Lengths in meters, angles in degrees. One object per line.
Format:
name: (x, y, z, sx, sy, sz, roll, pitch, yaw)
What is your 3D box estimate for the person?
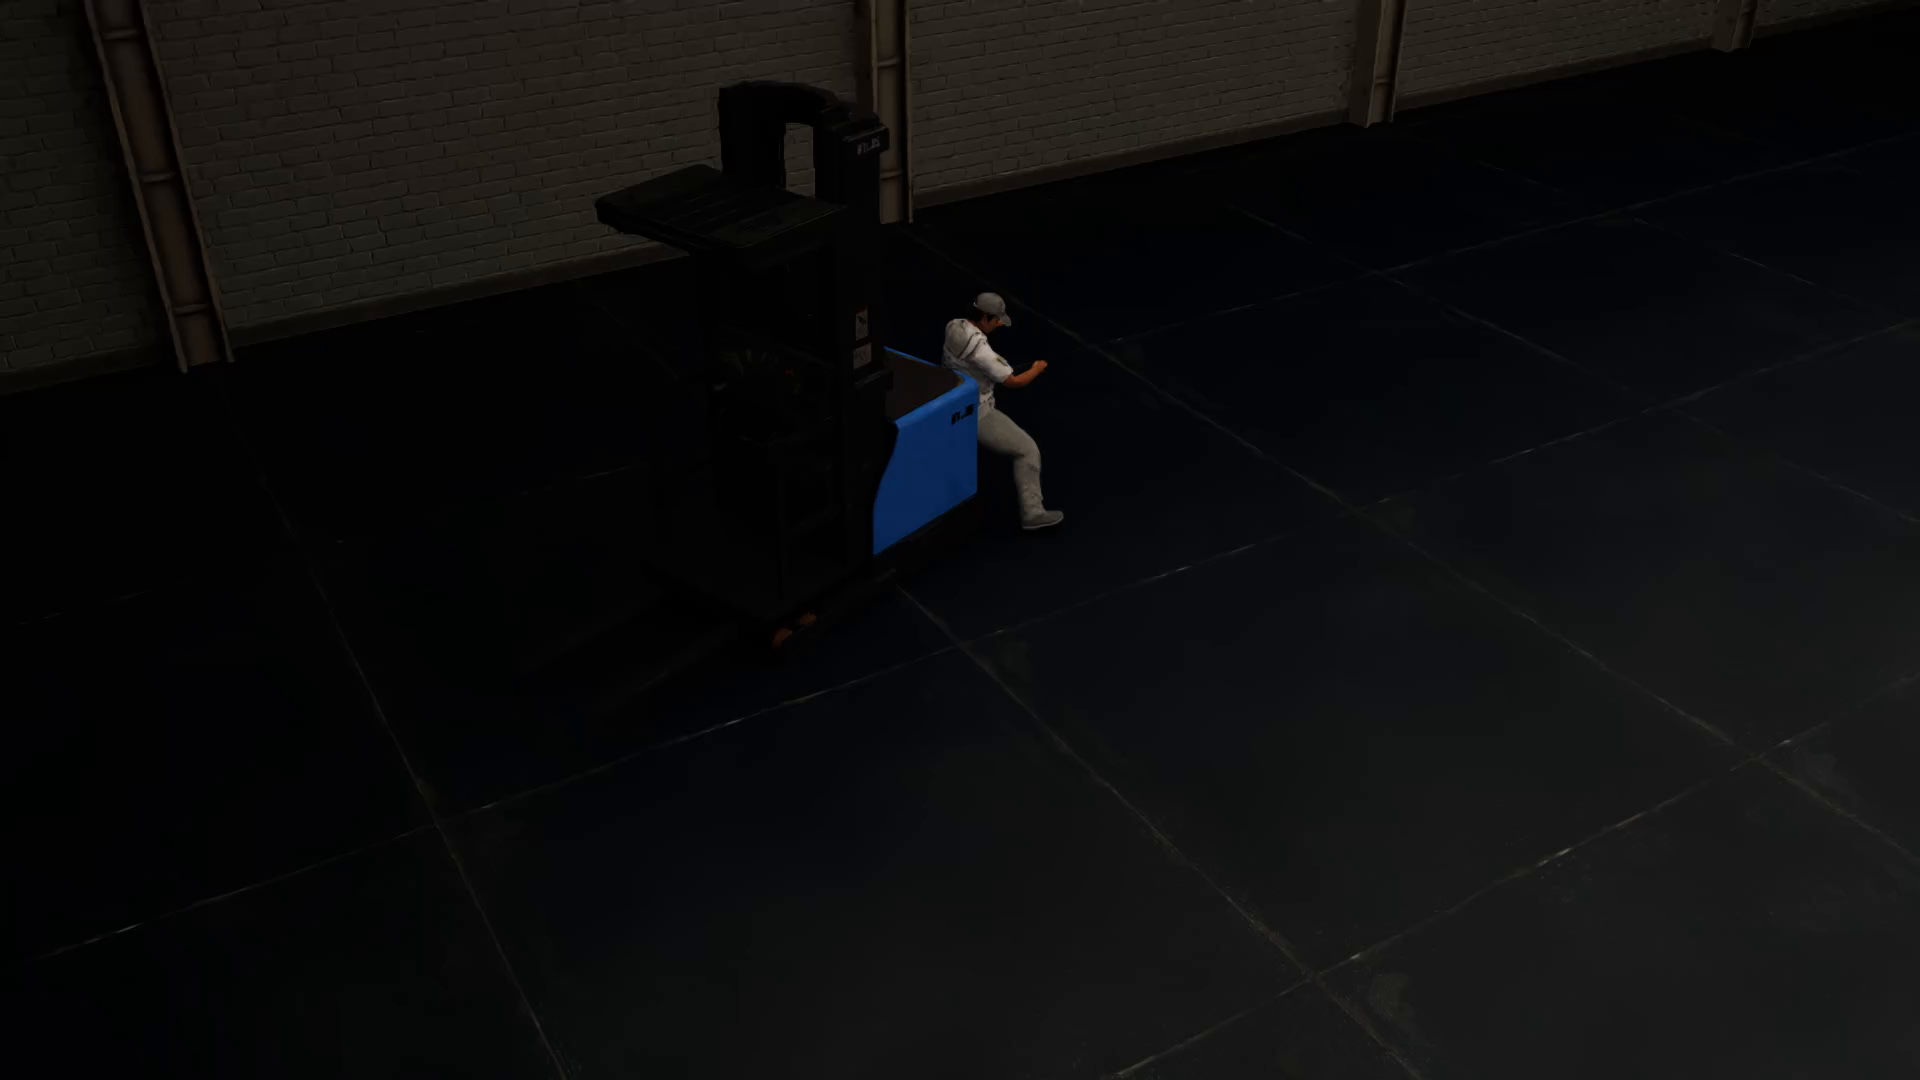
person: (0.190, -0.916, 10.568, 0.683, 1.434, 1.113, -11, 33, -18)

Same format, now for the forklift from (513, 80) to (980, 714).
forklift: (-1.190, -0.882, 9.119, 1.130, 2.935, 3.031, 23, 38, 33)
